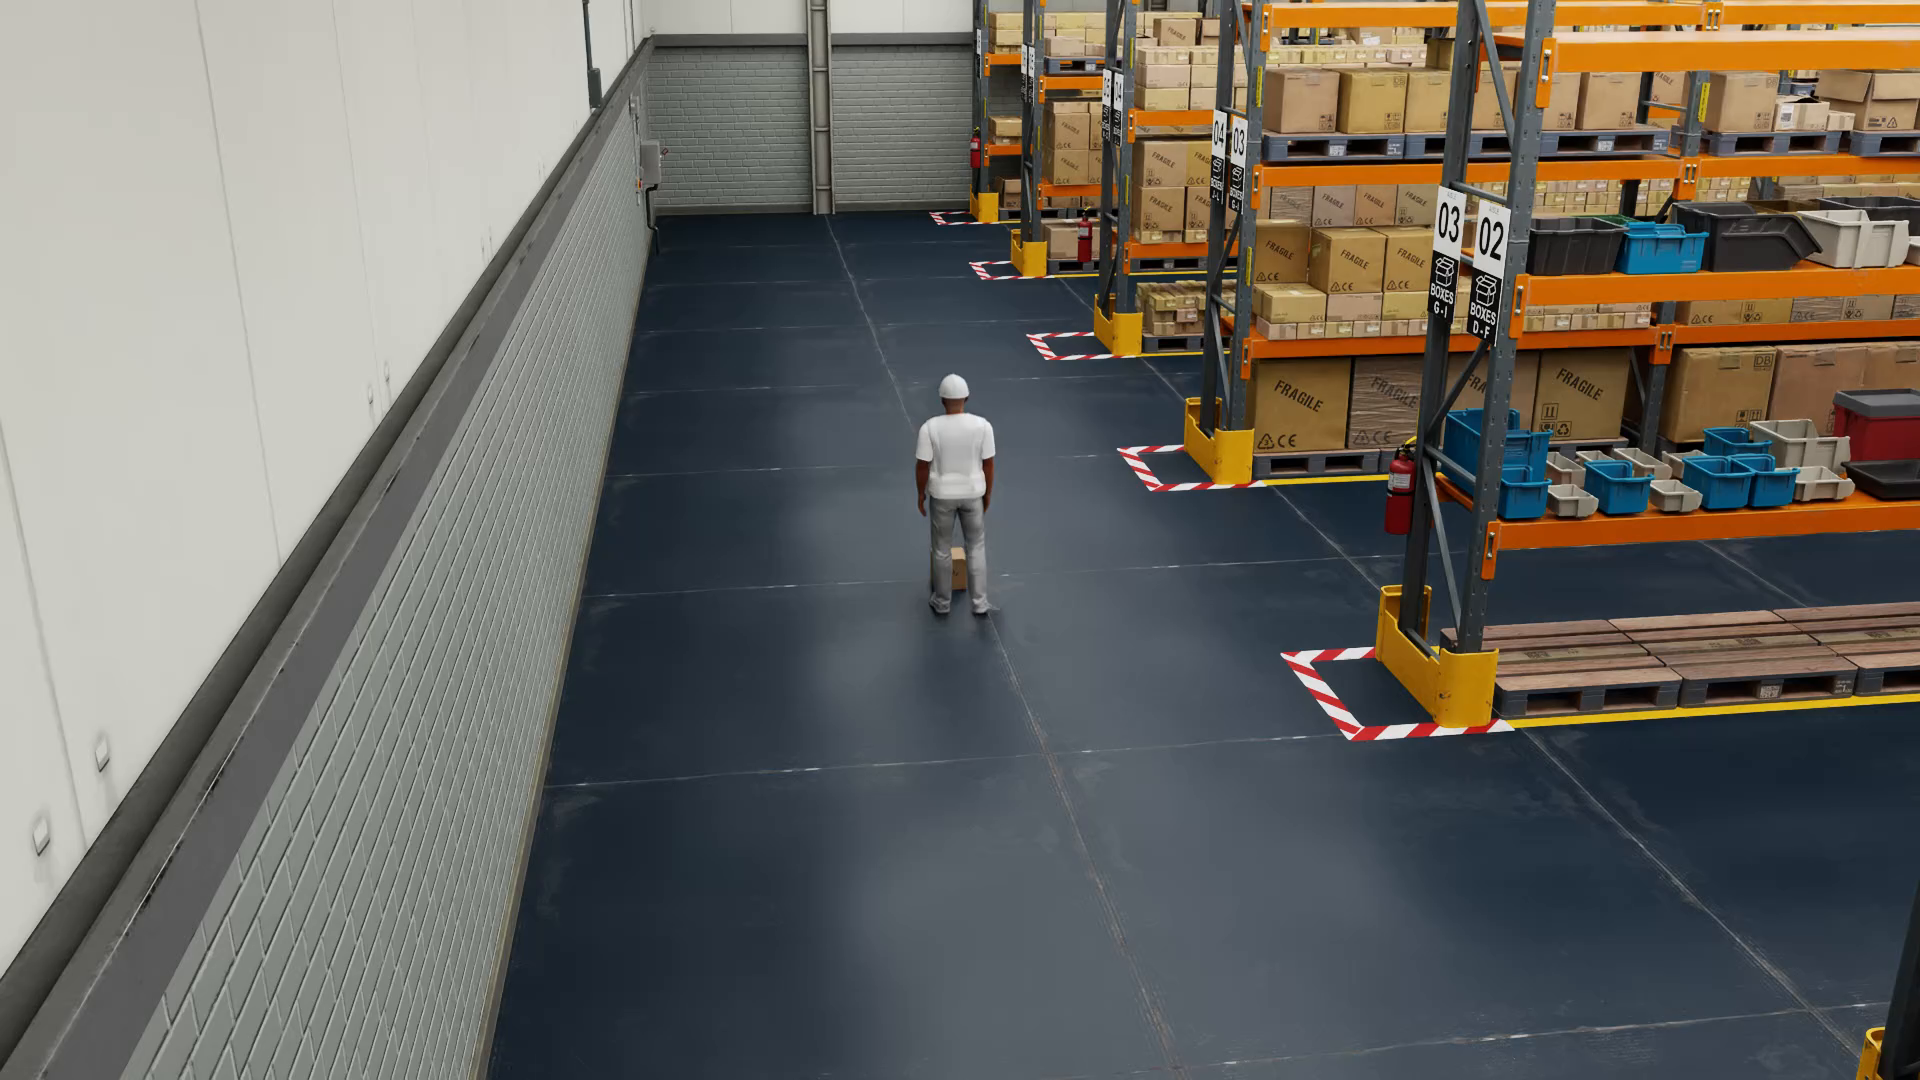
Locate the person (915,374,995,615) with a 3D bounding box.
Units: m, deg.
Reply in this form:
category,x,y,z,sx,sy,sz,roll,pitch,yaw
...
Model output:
category,x,y,z,sx,sy,sz,roll,pitch,yaw
person,-0.040,-0.314,11.954,0.566,1.796,0.368,-2,20,-7
